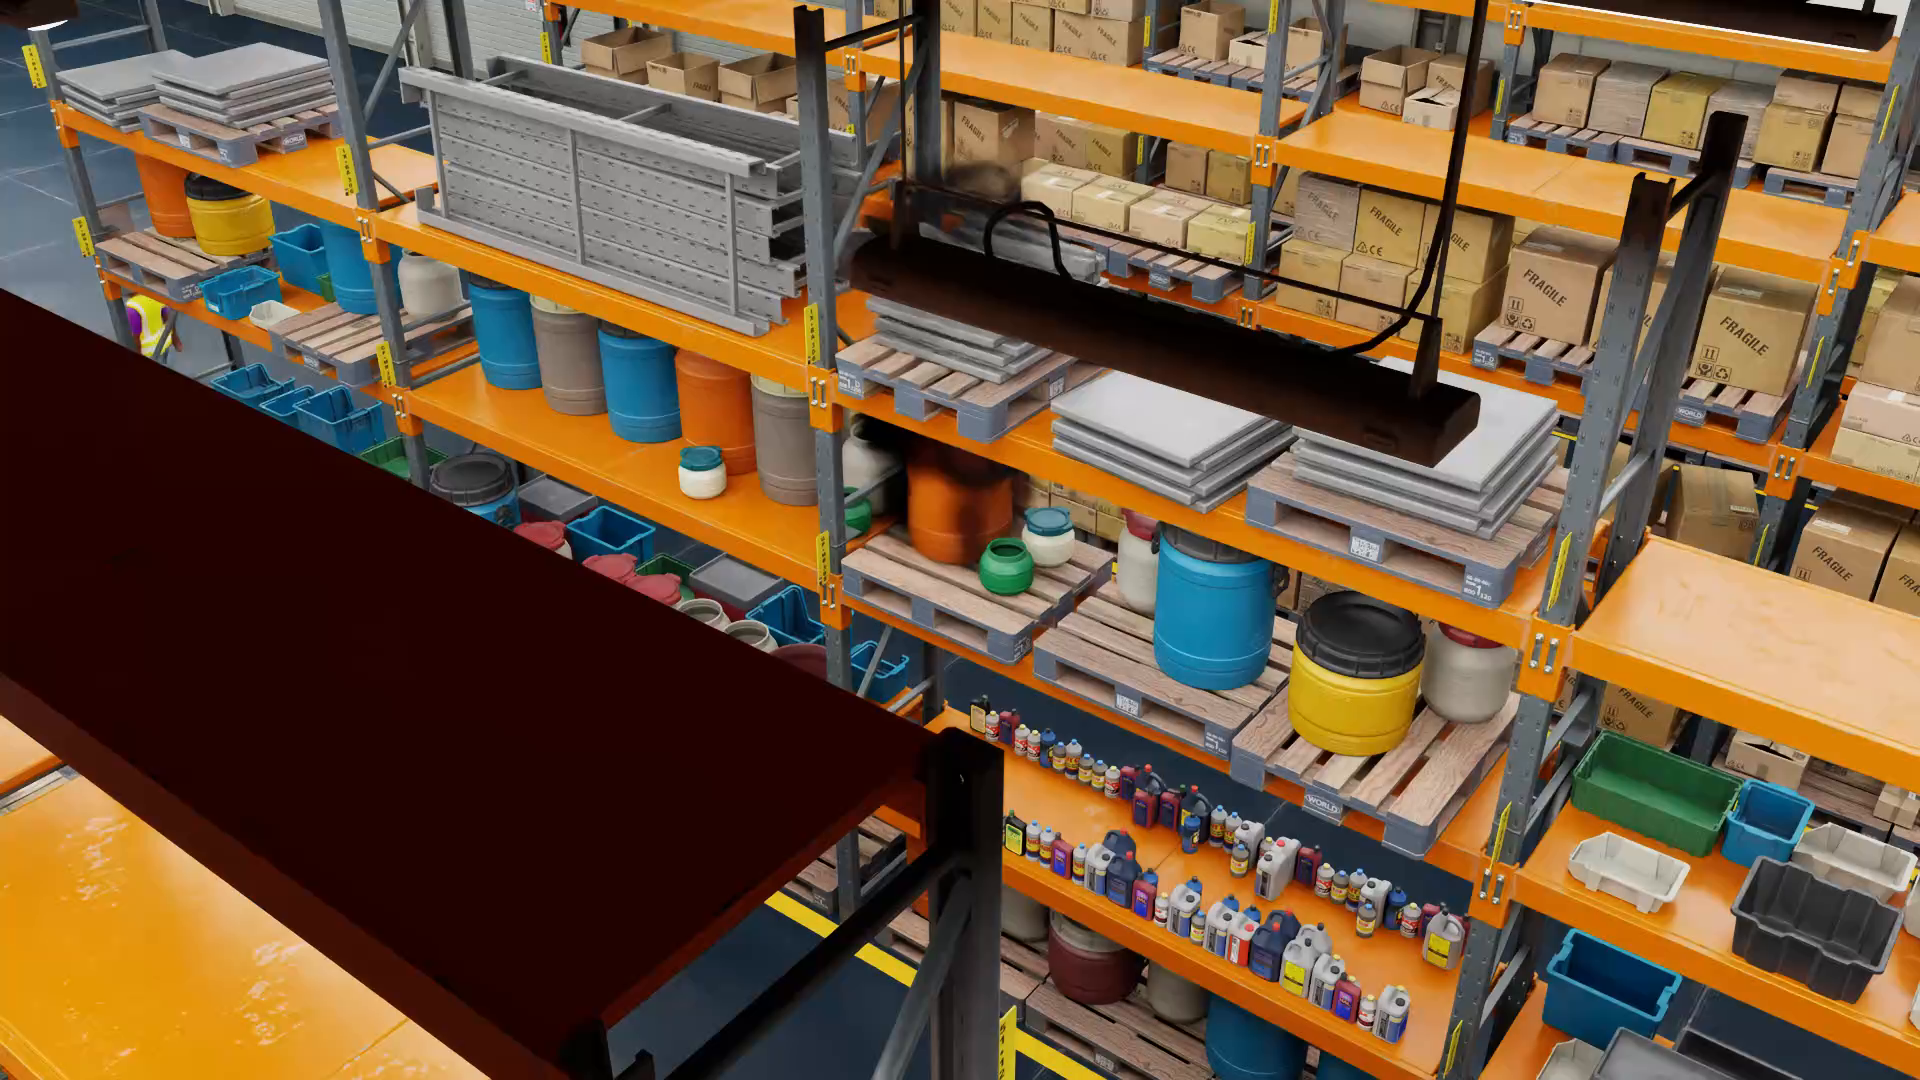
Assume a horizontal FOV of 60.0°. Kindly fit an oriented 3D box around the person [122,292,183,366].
[{"bbox_3d":[-8.102,-1.934,16.732,0.468,1.751,0.643,3,32,5],"label":"person"}]

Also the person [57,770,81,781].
[{"bbox_3d":[-6.863,1.034,11.909,0.754,1.769,0.771,-14,34,-22],"label":"person"}]
